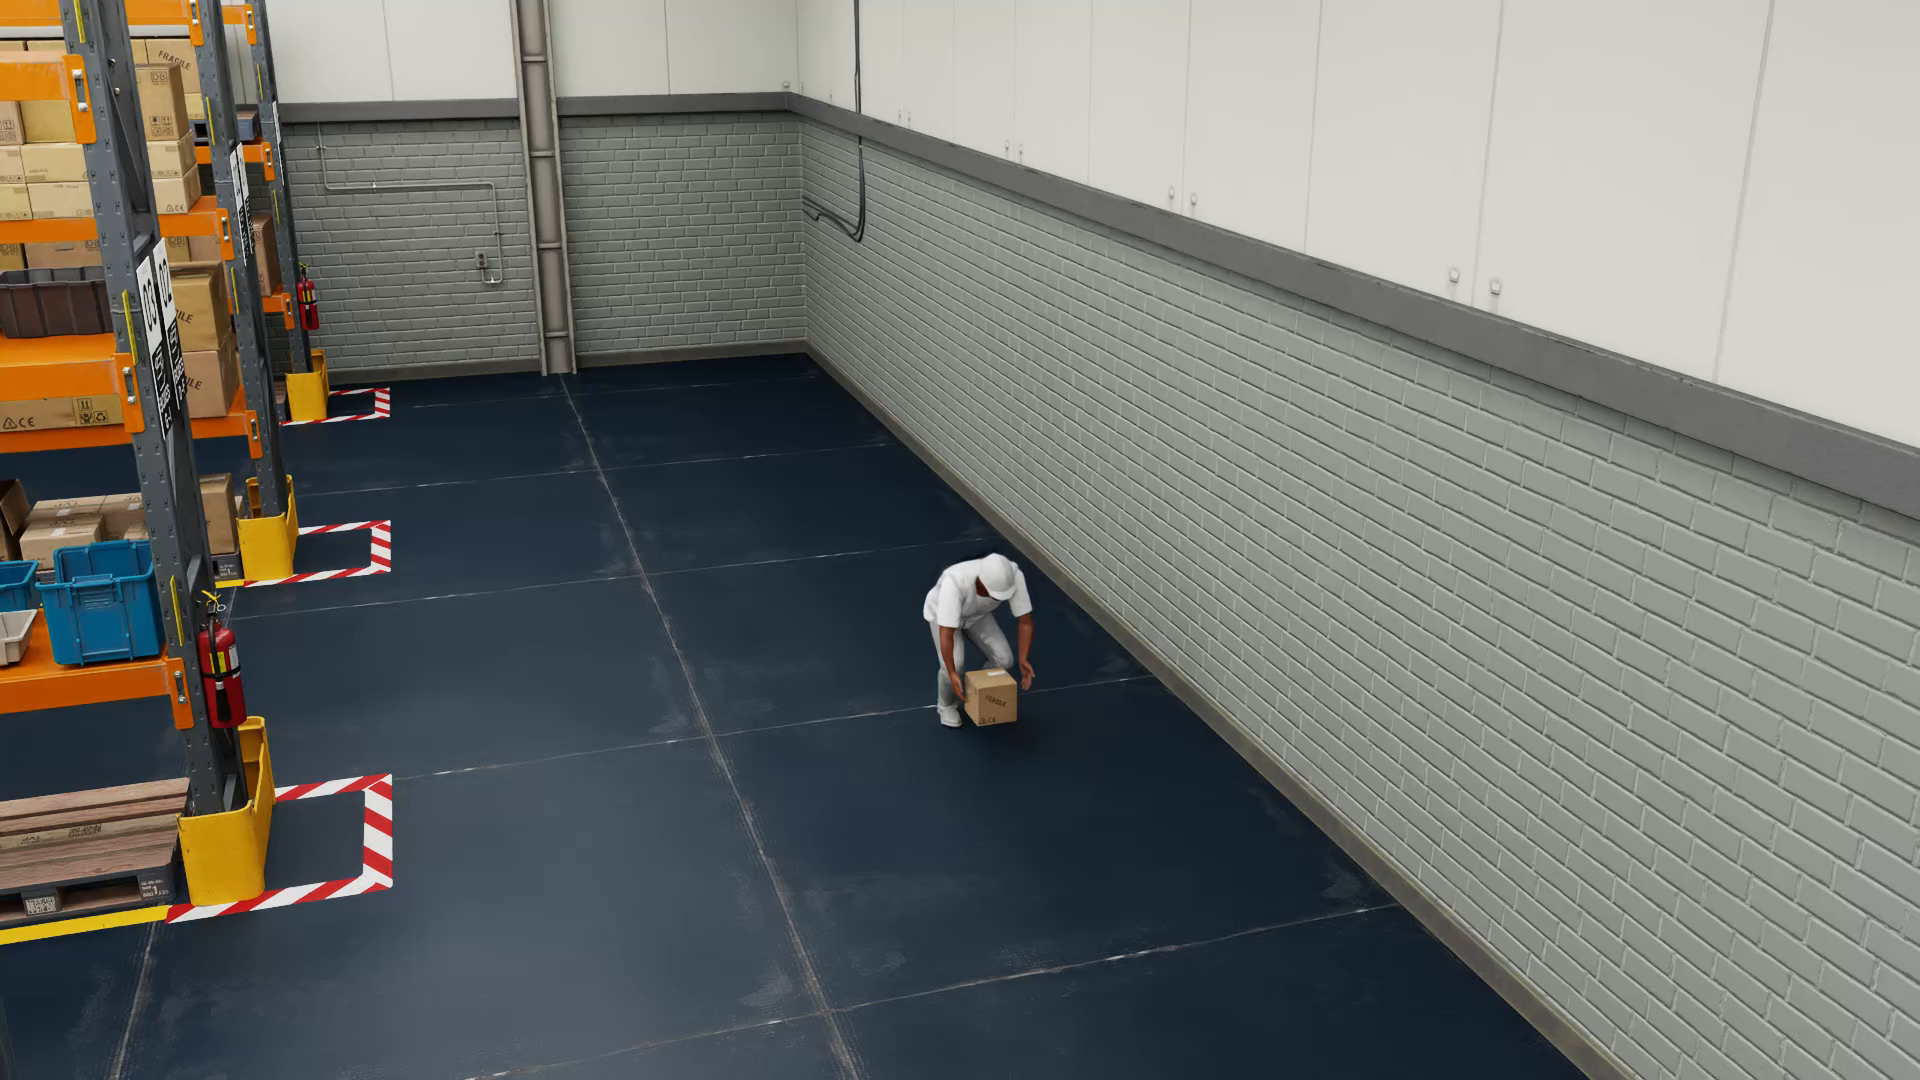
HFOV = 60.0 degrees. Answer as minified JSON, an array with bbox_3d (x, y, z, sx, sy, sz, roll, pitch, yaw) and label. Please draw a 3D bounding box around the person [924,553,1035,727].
[{"bbox_3d":[0.113,0.561,10.269,0.620,1.207,0.839,-6,20,-17],"label":"person"}]
